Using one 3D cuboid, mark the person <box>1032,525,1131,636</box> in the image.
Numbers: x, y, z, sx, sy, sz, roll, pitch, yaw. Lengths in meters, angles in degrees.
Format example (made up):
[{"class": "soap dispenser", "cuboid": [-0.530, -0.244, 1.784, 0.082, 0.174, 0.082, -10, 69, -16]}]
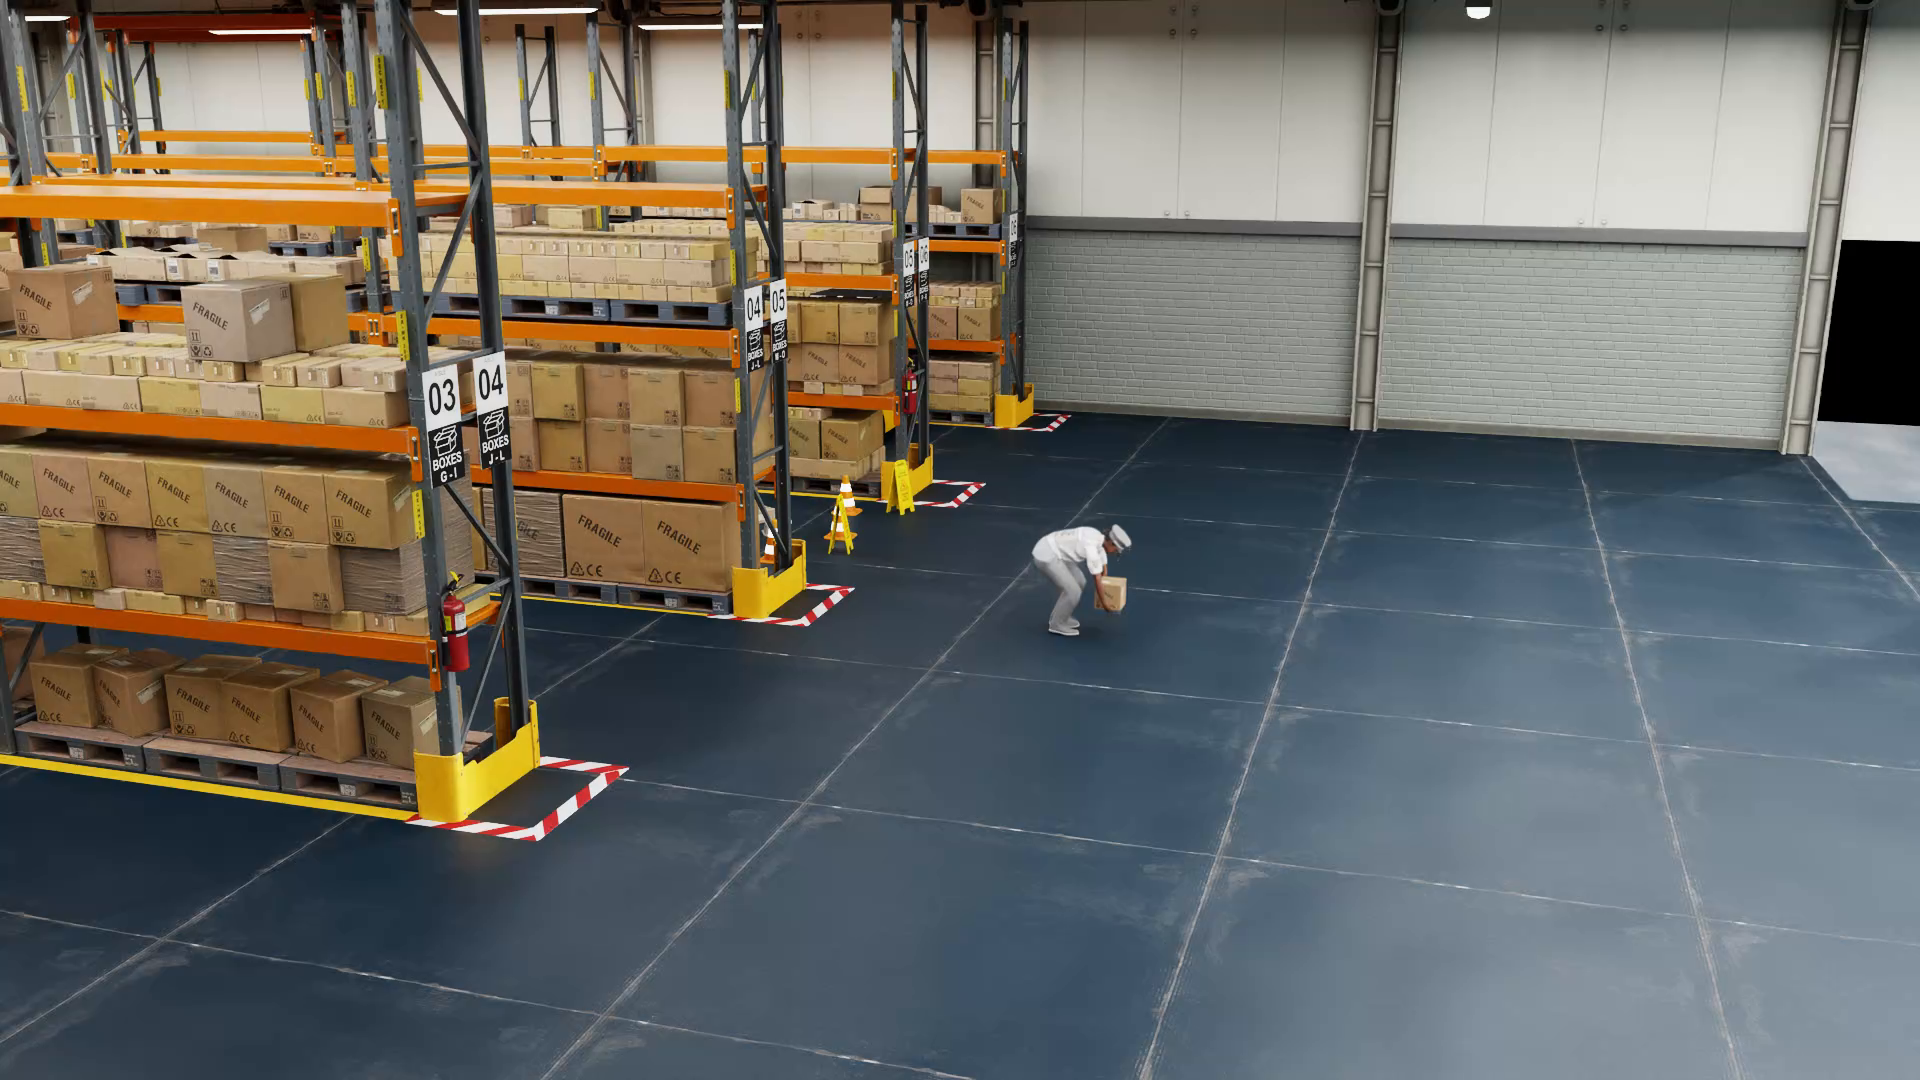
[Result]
[{"class": "person", "cuboid": [1.151, 0.363, 15.768, 0.933, 1.064, 0.454, 4, 16, 13]}]
